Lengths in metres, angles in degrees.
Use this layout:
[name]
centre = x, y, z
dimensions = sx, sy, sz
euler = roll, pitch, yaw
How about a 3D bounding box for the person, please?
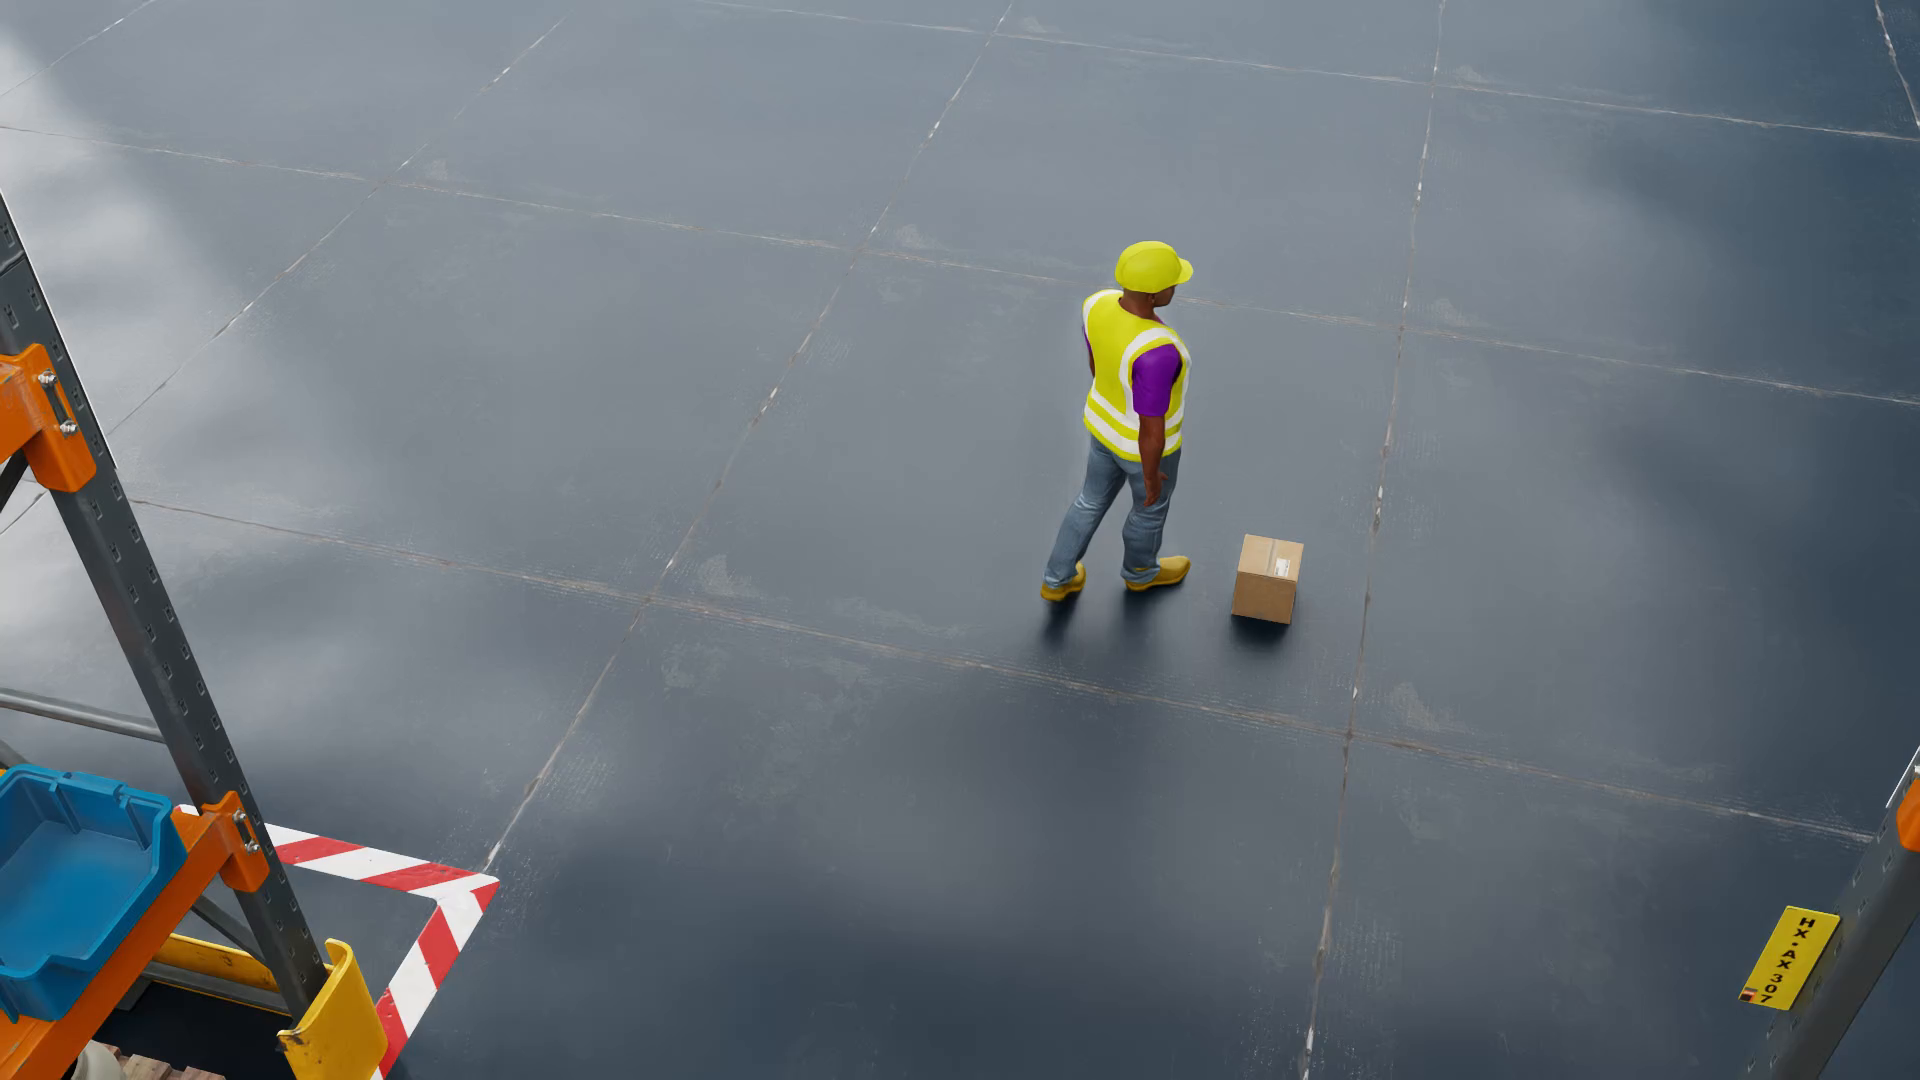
[person]
centre = 0.681, -0.438, 6.642
dimensions = 0.707, 1.767, 0.608
euler = -23, 46, -24
